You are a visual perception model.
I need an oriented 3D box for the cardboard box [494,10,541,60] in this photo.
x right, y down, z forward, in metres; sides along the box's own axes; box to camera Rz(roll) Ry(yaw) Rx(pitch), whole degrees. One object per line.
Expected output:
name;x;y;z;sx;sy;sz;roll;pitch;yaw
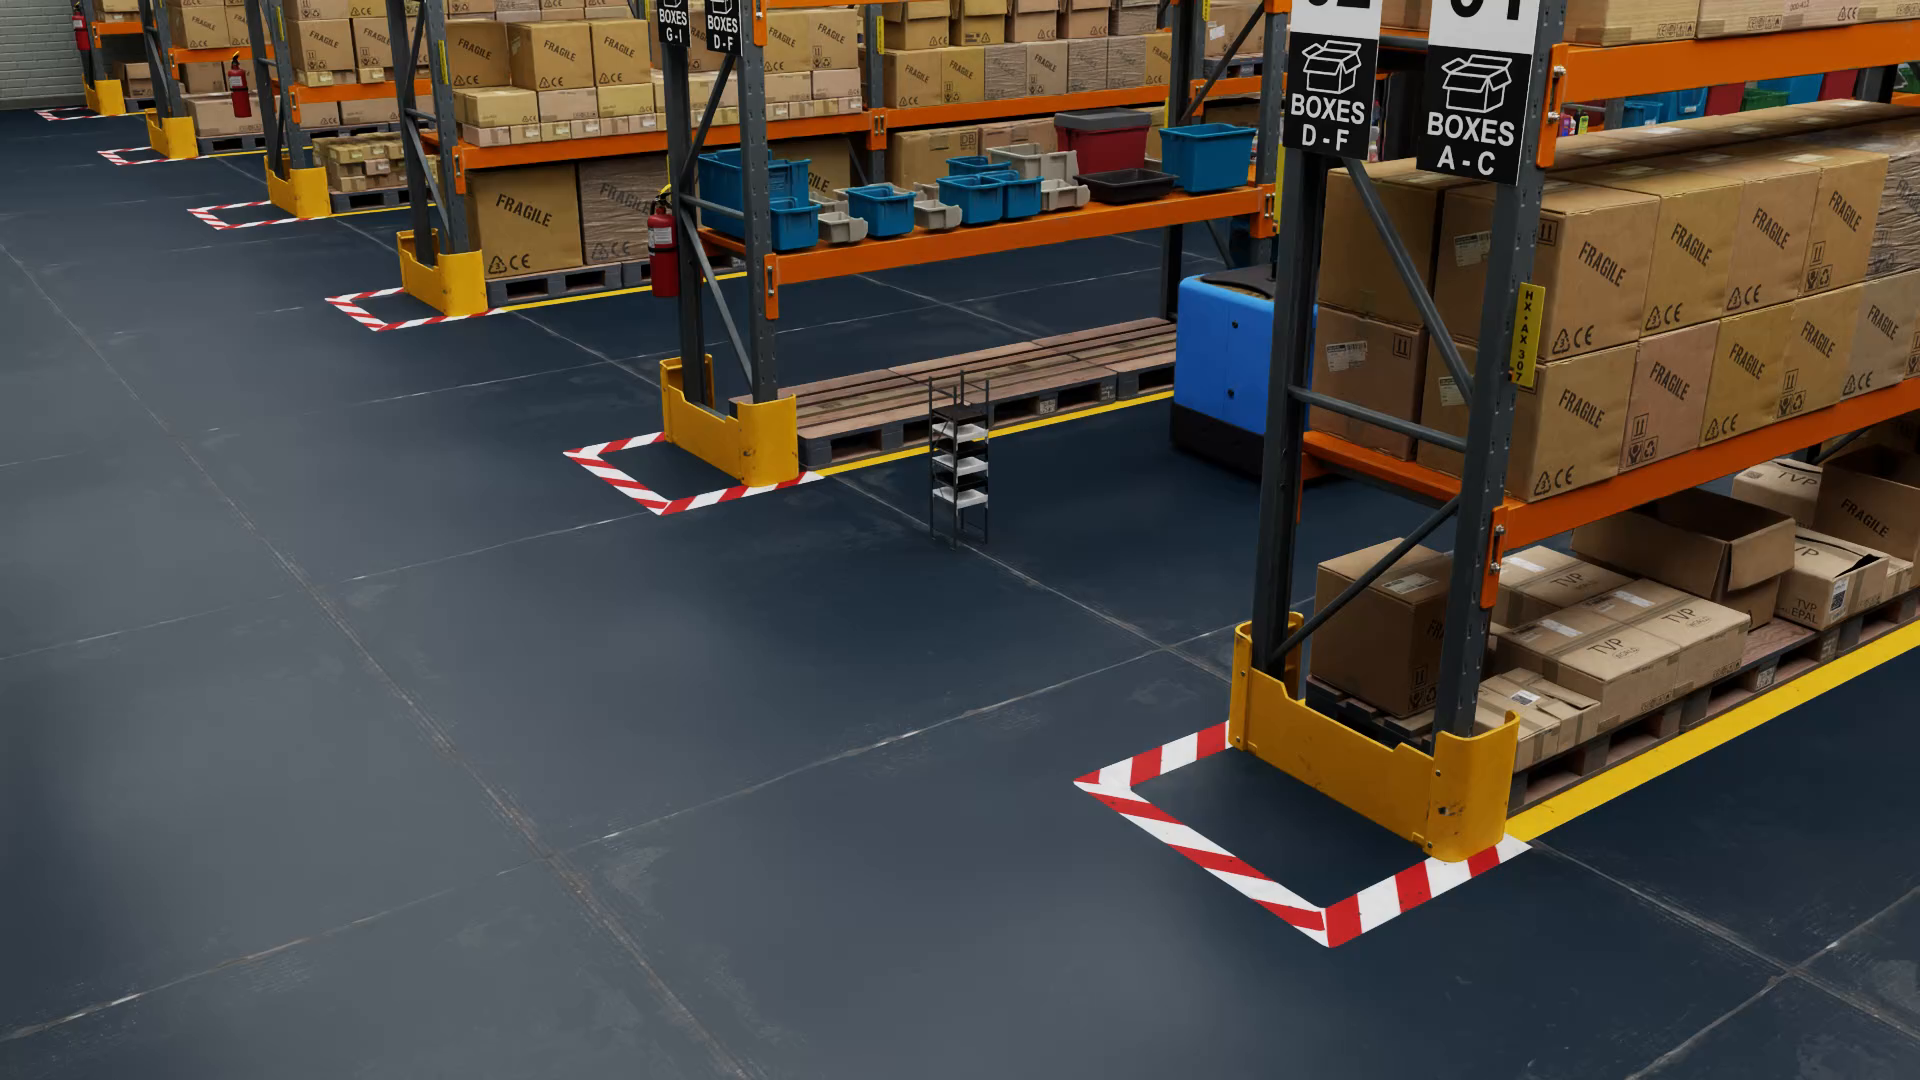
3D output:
cardboard box;-4.911;-5.555;18.233;0.500;0.500;0.500;-15;26;-33

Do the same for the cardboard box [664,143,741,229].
cardboard box;-2.355;-3.160;15.068;0.875;0.875;0.875;-15;26;-33

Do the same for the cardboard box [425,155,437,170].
cardboard box;-5.854;-4.103;18.011;0.250;0.149;0.380;-14;26;-31

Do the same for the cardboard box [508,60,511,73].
cardboard box;-5.013;-5.247;18.336;0.250;0.149;0.380;-15;26;-34

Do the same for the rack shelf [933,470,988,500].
rack shelf;-0.007;-0.302;8.771;0.200;0.077;0.258;-15;26;-33

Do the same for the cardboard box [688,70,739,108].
cardboard box;-2.080;-3.936;14.513;0.500;0.250;0.500;-14;26;-32

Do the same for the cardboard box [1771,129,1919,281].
cardboard box;3.658;-1.387;6.840;0.500;0.500;0.500;-15;26;-32

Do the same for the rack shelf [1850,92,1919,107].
rack shelf;9.968;-4.605;17.361;4.000;0.370;1.077;-15;26;-33

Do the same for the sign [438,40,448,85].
sign;-3.969;-3.670;12.771;0.005;0.325;0.100;-15;26;-33

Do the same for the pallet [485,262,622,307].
pallet;-3.685;-2.301;14.377;1.213;0.211;1.003;-15;26;-33

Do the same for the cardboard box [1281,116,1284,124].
cardboard box;3.637;-4.574;19.091;0.500;0.500;0.700;-12;25;-28

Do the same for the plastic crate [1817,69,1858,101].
plastic crate;8.131;-4.339;15.638;0.583;0.464;0.402;-15;26;-33

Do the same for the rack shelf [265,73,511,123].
rack shelf;-5.480;-5.012;18.380;4.000;0.370;1.077;-15;26;-33

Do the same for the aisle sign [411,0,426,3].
aisle sign;-4.172;-4.501;12.621;0.004;0.787;0.394;-15;26;-33

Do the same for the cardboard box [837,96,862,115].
cardboard box;-1.098;-3.984;15.172;0.250;0.149;0.380;-15;26;-33

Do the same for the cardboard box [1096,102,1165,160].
cardboard box;1.633;-4.196;17.665;0.875;0.875;1.225;-16;27;-35

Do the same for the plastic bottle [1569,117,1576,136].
plastic bottle;4.915;-3.313;13.420;0.097;0.201;0.097;0;22;0

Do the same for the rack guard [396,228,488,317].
rack guard;-4.308;-2.233;13.818;0.348;0.500;1.175;-15;26;-33

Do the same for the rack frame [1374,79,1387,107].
rack frame;5.452;-5.997;19.877;0.127;3.000;1.000;-15;26;-33

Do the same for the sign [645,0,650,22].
sign;-3.533;-6.020;18.767;0.005;0.325;0.100;-15;26;-33

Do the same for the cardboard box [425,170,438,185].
cardboard box;-5.857;-3.961;18.055;0.250;0.149;0.380;-15;26;-32

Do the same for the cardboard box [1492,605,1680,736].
cardboard box;2.507;0.514;6.678;0.500;0.250;0.500;-15;26;-33

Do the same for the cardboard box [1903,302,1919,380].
cardboard box;4.067;-1.033;7.303;0.500;0.500;0.500;-14;26;-31

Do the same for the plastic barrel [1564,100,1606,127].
plastic barrel;5.298;-3.896;14.428;0.708;0.536;0.600;-15;26;-33

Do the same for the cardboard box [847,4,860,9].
cardboard box;-1.372;-6.586;20.324;0.250;0.149;0.380;-14;26;-31

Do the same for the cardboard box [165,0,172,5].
cardboard box;-9.824;-7.068;21.077;0.500;0.500;0.500;-14;26;-31

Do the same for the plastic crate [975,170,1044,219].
plastic crate;0.309;-2.164;10.416;0.300;0.233;0.416;-15;26;-33

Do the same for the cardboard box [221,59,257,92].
cardboard box;-11.222;-7.269;25.871;0.500;0.500;0.500;-14;26;-32

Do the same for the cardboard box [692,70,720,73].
cardboard box;-2.400;-4.091;14.902;0.500;0.250;0.500;-14;26;-32

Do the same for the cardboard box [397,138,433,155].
cardboard box;-5.894;-4.262;18.008;0.250;0.149;0.380;-16;27;-35

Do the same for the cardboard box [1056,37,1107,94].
cardboard box;1.122;-4.776;16.684;0.500;0.500;0.500;-16;27;-35

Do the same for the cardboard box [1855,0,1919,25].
cardboard box;3.280;-2.100;6.266;0.500;0.250;0.500;-15;26;-33

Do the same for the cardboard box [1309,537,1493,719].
cardboard box;1.791;0.347;6.760;0.500;0.500;0.500;-15;26;-33

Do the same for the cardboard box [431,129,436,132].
cardboard box;-5.736;-4.518;18.650;0.250;0.149;0.380;-16;27;-35

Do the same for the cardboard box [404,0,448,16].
cardboard box;-5.743;-5.797;17.490;0.500;0.500;0.500;-16;27;-34

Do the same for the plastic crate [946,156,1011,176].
plastic crate;0.121;-2.381;10.961;0.300;0.233;0.416;-15;26;-33

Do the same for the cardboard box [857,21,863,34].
cardboard box;-1.357;-6.316;20.451;0.250;0.149;0.380;-15;26;-34

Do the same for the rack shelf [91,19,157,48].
rack shelf;-11.355;-7.972;25.798;4.000;0.370;1.077;-15;26;-33

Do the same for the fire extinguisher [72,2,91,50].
fire extinguisher;-12.827;-7.493;24.235;0.183;0.674;0.296;-15;26;-33

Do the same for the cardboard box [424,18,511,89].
cardboard box;-4.046;-4.001;13.664;0.500;0.500;0.500;-15;26;-32

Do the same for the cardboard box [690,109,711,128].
cardboard box;-2.348;-3.651;14.337;0.250;0.149;0.380;-14;26;-32

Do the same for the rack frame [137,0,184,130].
rack frame;-10.076;-6.381;20.839;0.127;3.000;1.000;-15;26;-33

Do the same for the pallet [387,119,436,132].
pallet;-7.492;-5.810;23.172;1.213;0.211;1.003;-15;26;-33

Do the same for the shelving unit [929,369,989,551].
shelving unit;-0.007;-0.416;8.725;0.210;0.900;0.258;-15;26;-33

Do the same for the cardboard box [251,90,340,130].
cardboard box;-8.861;-5.759;22.173;0.875;0.438;0.875;-14;26;-31

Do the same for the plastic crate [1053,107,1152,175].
plastic crate;0.980;-2.715;11.485;0.583;0.464;0.402;-15;26;-33

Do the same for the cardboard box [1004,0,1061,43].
cardboard box;0.531;-5.203;16.398;0.637;0.503;0.797;-14;26;-31

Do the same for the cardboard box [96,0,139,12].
cardboard box;-12.452;-7.959;24.595;0.500;0.250;0.500;-15;26;-33

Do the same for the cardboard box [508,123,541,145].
cardboard box;-3.600;-3.316;13.498;0.250;0.149;0.380;-15;26;-34

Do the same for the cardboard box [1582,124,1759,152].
cardboard box;2.939;-1.443;6.980;0.500;0.500;0.500;-14;26;-31

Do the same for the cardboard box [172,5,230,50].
cardboard box;-9.519;-6.445;20.865;0.500;0.500;0.500;-15;26;-33

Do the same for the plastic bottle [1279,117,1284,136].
plastic bottle;2.406;-3.050;12.558;0.185;0.351;0.144;-15;26;-33

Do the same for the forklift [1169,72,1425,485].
forklift;2.803;-2.083;10.162;3.031;2.935;1.130;-14;26;-31

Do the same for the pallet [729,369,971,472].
pallet;-0.704;-0.781;10.569;1.213;0.211;1.003;-15;26;-33
